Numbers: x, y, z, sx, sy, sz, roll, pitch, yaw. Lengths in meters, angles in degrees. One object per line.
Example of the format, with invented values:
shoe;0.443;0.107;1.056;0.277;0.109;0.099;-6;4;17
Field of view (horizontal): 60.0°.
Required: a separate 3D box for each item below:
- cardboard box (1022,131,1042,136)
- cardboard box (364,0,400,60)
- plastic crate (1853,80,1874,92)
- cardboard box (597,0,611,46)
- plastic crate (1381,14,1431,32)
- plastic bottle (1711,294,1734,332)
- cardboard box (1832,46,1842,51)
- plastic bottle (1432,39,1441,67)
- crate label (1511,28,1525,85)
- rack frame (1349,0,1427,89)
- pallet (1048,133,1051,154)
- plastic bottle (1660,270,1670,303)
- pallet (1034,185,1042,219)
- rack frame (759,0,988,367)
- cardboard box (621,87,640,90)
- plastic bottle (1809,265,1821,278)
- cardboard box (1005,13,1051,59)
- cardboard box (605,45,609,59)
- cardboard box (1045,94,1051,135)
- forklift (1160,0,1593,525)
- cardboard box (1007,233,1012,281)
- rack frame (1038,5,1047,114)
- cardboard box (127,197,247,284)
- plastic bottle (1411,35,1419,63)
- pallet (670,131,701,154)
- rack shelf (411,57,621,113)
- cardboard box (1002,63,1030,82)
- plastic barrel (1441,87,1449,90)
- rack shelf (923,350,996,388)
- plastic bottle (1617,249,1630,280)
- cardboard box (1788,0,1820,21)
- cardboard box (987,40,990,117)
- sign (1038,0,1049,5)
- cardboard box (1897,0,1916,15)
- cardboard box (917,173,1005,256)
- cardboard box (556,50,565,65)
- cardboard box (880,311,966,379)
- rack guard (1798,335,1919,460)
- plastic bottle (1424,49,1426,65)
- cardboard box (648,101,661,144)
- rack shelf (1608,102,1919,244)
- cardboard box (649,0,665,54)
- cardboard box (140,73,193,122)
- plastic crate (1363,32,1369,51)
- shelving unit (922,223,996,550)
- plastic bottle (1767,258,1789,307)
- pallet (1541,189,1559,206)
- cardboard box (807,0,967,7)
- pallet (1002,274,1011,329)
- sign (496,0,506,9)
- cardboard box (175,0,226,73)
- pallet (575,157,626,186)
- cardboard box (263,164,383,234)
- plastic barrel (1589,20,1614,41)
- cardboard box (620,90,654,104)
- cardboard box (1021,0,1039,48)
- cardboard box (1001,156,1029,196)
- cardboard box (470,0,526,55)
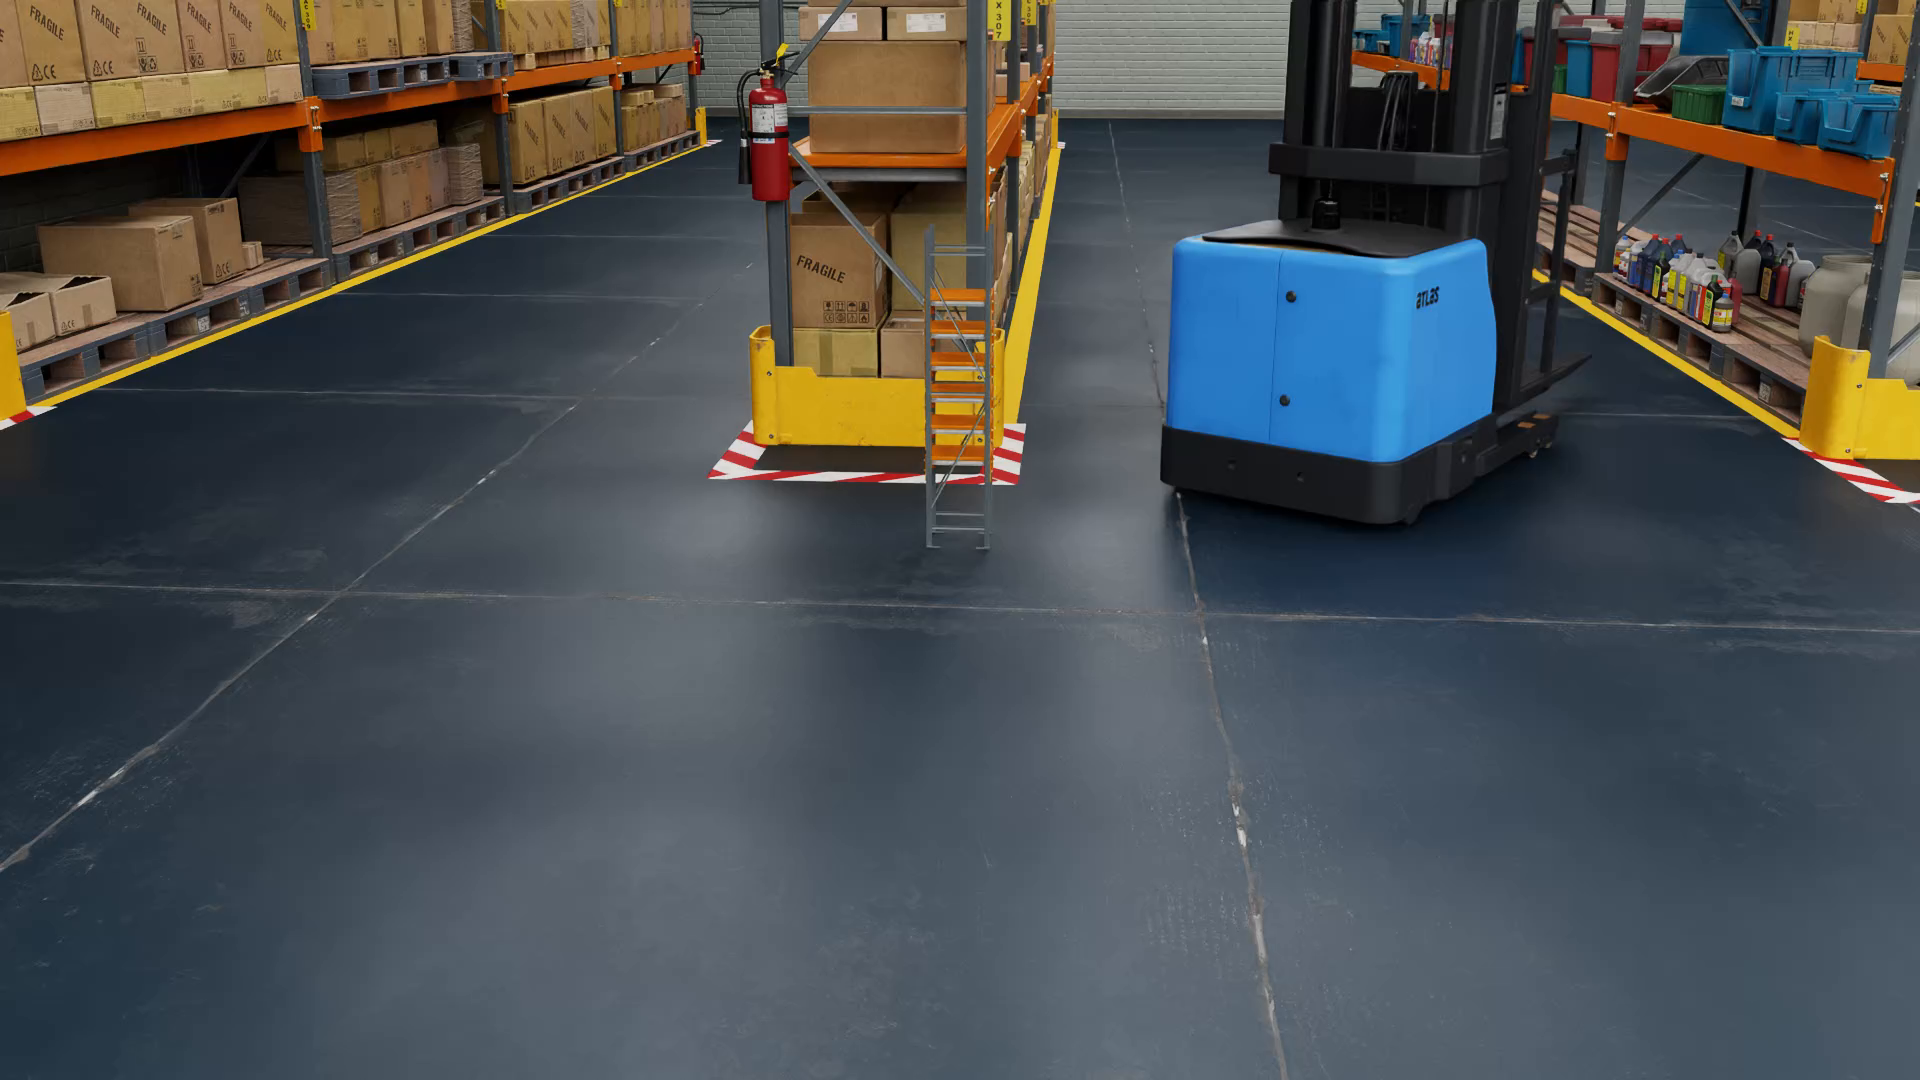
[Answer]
cardboard box;0.543;-3.725;16.282;0.500;0.500;0.500;1;18;2
cardboard box;-4.901;-4.066;13.146;0.700;0.500;0.500;4;19;11
plastic crate;5.038;-2.632;9.876;0.499;0.251;0.616;1;18;4
cardboard box;-4.243;-5.807;18.658;0.500;0.500;0.500;1;18;3
plastic crate;5.869;-6.716;21.949;0.616;0.435;0.499;1;18;4
plastic bottle;4.254;-1.269;9.266;0.097;0.201;0.097;0;18;0
cardboard box;10.074;-5.489;18.760;0.380;0.149;0.250;2;18;5
plastic bottle;4.924;-4.983;17.012;0.152;0.276;0.135;1;18;4
crate label;4.792;-4.009;13.782;0.502;0.435;0.616;1;18;4
rack frame;5.707;-6.779;22.294;1.000;3.000;0.127;1;18;4
pallet;0.705;-5.294;22.241;1.003;0.211;1.213;1;18;4
plastic bottle;4.318;-1.544;10.105;0.097;0.201;0.097;0;18;0
pallet;0.284;-3.312;16.192;1.003;0.211;1.213;1;18;4
rack frame;-0.381;-1.921;7.470;1.000;3.000;0.127;1;18;4
cardboard box;-4.387;-5.830;21.695;0.380;0.149;0.250;2;18;5
plastic bottle;5.047;-1.479;9.794;0.097;0.271;0.097;0;18;0
cardboard box;0.788;-5.848;19.293;0.500;0.500;0.500;2;18;5
cardboard box;-4.203;-5.537;18.874;0.380;0.149;0.250;1;18;4
cardboard box;0.973;-5.737;22.424;0.500;0.500;0.500;1;18;4
forklift;2.126;-1.846;7.349;1.130;2.935;3.031;13;22;35
cardboard box;0.091;-1.908;11.169;0.500;0.250;0.500;1;18;4
rack frame;0.480;-5.648;18.844;1.000;3.000;0.127;1;18;4
cardboard box;-5.070;-1.971;10.929;0.500;0.500;0.500;0;18;0
plastic bottle;4.959;-5.335;18.076;0.061;0.283;0.133;1;18;4
pallet;-4.154;-5.425;22.640;1.003;0.211;1.213;1;18;4
rack shelf;-4.605;-4.795;17.394;1.077;0.370;4.000;1;18;4
cardboard box;0.404;-4.001;14.220;0.380;0.149;0.250;1;18;4
plastic barrel;5.313;-4.351;17.578;0.600;0.901;0.708;1;18;4
rack shelf;-0.001;-0.637;6.199;0.258;0.103;0.180;1;18;4
plastic bottle;4.379;-1.811;10.919;0.097;0.201;0.097;0;18;0
cardboard box;10.276;-6.635;20.415;0.500;0.500;0.500;1;18;2
cardboard box;-0.191;-2.754;9.849;0.700;0.500;0.500;2;18;5
sign;0.747;-4.945;14.837;0.100;0.325;0.005;1;18;4
cardboard box;10.323;-5.752;17.387;0.797;0.503;0.637;1;18;2
cardboard box;0.011;-1.954;10.105;0.500;0.500;0.500;1;18;4
cardboard box;-4.369;-5.061;17.422;0.380;0.149;0.250;2;18;6
cardboard box;-0.120;-0.976;8.325;0.500;0.250;0.500;1;18;4
rack guard;4.518;-0.646;7.593;1.175;0.500;0.348;1;18;4
plastic bottle;4.931;-5.097;17.481;0.097;0.201;0.097;0;18;0
cardboard box;-4.227;-5.315;21.165;0.700;0.500;0.500;2;18;5
rack shelf;4.703;-2.089;9.136;1.077;0.370;4.000;1;18;4
cardboard box;-4.306;-6.521;21.026;0.980;0.700;0.700;0;18;1
cardboard box;-4.866;-2.590;9.719;0.500;0.250;0.500;1;18;4
plastic crate;5.266;-6.250;20.851;0.416;0.233;0.300;1;18;4
shelving unit;-0.001;-0.566;6.222;0.258;1.200;0.189;1;18;4
plastic bottle;4.929;-1.556;10.009;0.061;0.283;0.133;1;18;4
pallet;5.148;-3.215;15.896;1.003;0.211;1.213;1;18;4
cardboard box;-0.331;-2.747;7.744;0.700;0.500;0.500;1;18;4
pallet;-0.193;-1.593;10.944;1.003;0.211;1.213;1;18;4
sign;-4.206;-5.019;15.190;0.100;0.325;0.005;1;18;4
cardboard box;-4.837;-3.103;10.079;0.500;0.500;0.500;1;18;2
pallet;-4.442;-4.191;18.875;1.003;0.211;1.213;1;18;4
cardboard box;-5.012;-2.685;13.108;0.700;0.500;0.500;1;18;3
plastic barrel;5.242;-3.892;13.305;0.421;0.512;0.421;0;18;0
cardboard box;-4.062;-5.572;20.909;0.380;0.149;0.250;1;18;2
cardboard box;0.382;-5.131;16.430;0.700;0.500;0.500;5;19;14
cardboard box;0.293;-2.923;13.368;0.500;0.311;0.500;2;18;5
cardboard box;-4.458;-4.859;15.764;0.500;0.500;0.500;2;18;6
